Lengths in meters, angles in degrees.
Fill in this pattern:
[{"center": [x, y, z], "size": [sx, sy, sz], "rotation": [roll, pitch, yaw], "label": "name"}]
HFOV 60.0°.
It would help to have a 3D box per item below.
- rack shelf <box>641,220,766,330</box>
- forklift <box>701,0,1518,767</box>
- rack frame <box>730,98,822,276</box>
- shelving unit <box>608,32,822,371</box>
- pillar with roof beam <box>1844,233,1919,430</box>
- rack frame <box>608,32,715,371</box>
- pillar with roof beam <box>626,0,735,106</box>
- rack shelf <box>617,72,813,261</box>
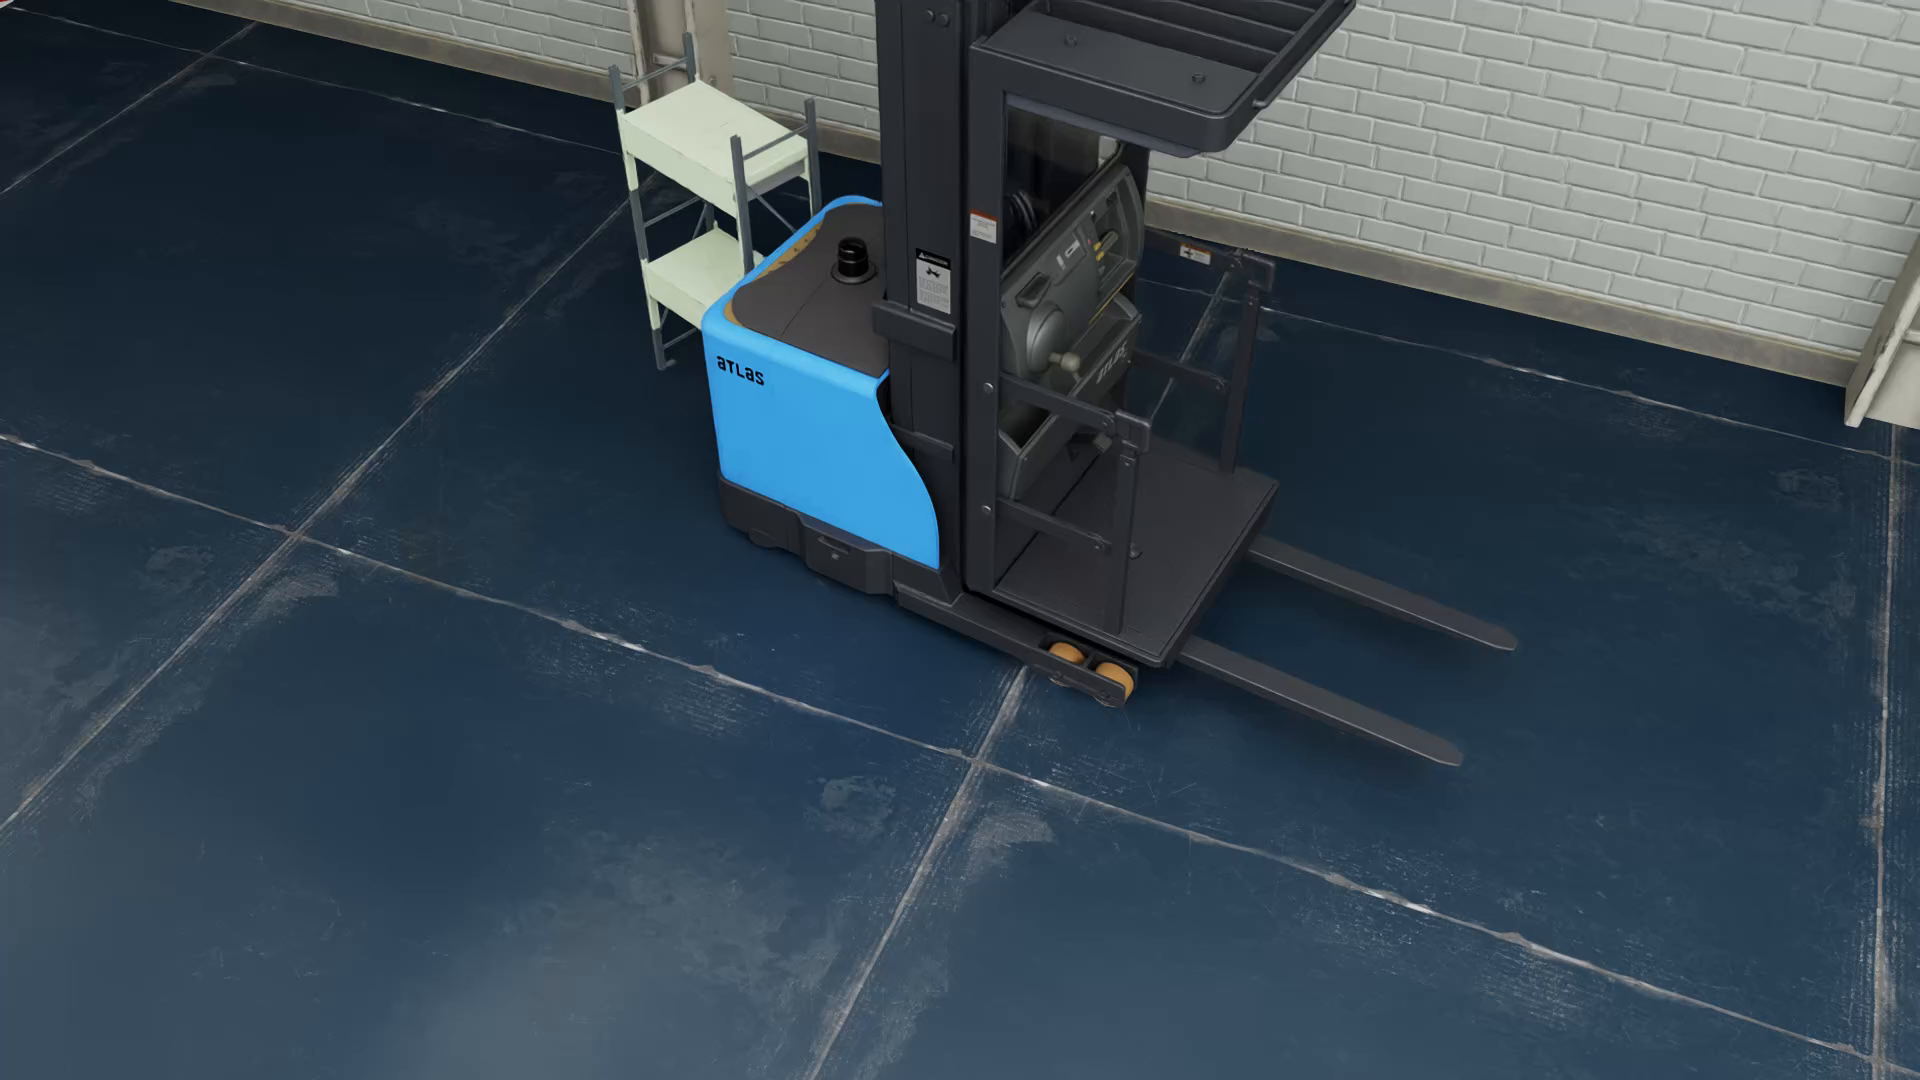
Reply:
[{"center": [-0.960, -0.992, 7.146], "size": [0.720, 0.370, 0.431], "rotation": [35, 54, 30], "label": "rack shelf"}, {"center": [0.565, -0.855, 5.532], "size": [3.031, 2.935, 1.130], "rotation": [23, 49, 21], "label": "forklift"}, {"center": [-0.699, -1.042, 6.734], "size": [0.023, 1.500, 0.400], "rotation": [35, 54, 30], "label": "rack frame"}, {"center": [-0.960, -1.223, 6.916], "size": [0.755, 1.500, 0.431], "rotation": [35, 54, 30], "label": "shelving unit"}, {"center": [2.443, -0.938, 1.313], "size": [0.400, 9.000, 9.100], "rotation": [16, 47, 16], "label": "pillar with roof beam"}, {"center": [-1.222, -1.403, 7.097], "size": [0.023, 1.500, 0.400], "rotation": [35, 54, 30], "label": "rack frame"}, {"center": [-3.094, -2.567, 2.950], "size": [0.400, 9.000, 9.100], "rotation": [16, 47, 16], "label": "pillar with roof beam"}, {"center": [-0.960, -1.499, 6.640], "size": [0.720, 0.370, 0.431], "rotation": [35, 54, 30], "label": "rack shelf"}]
